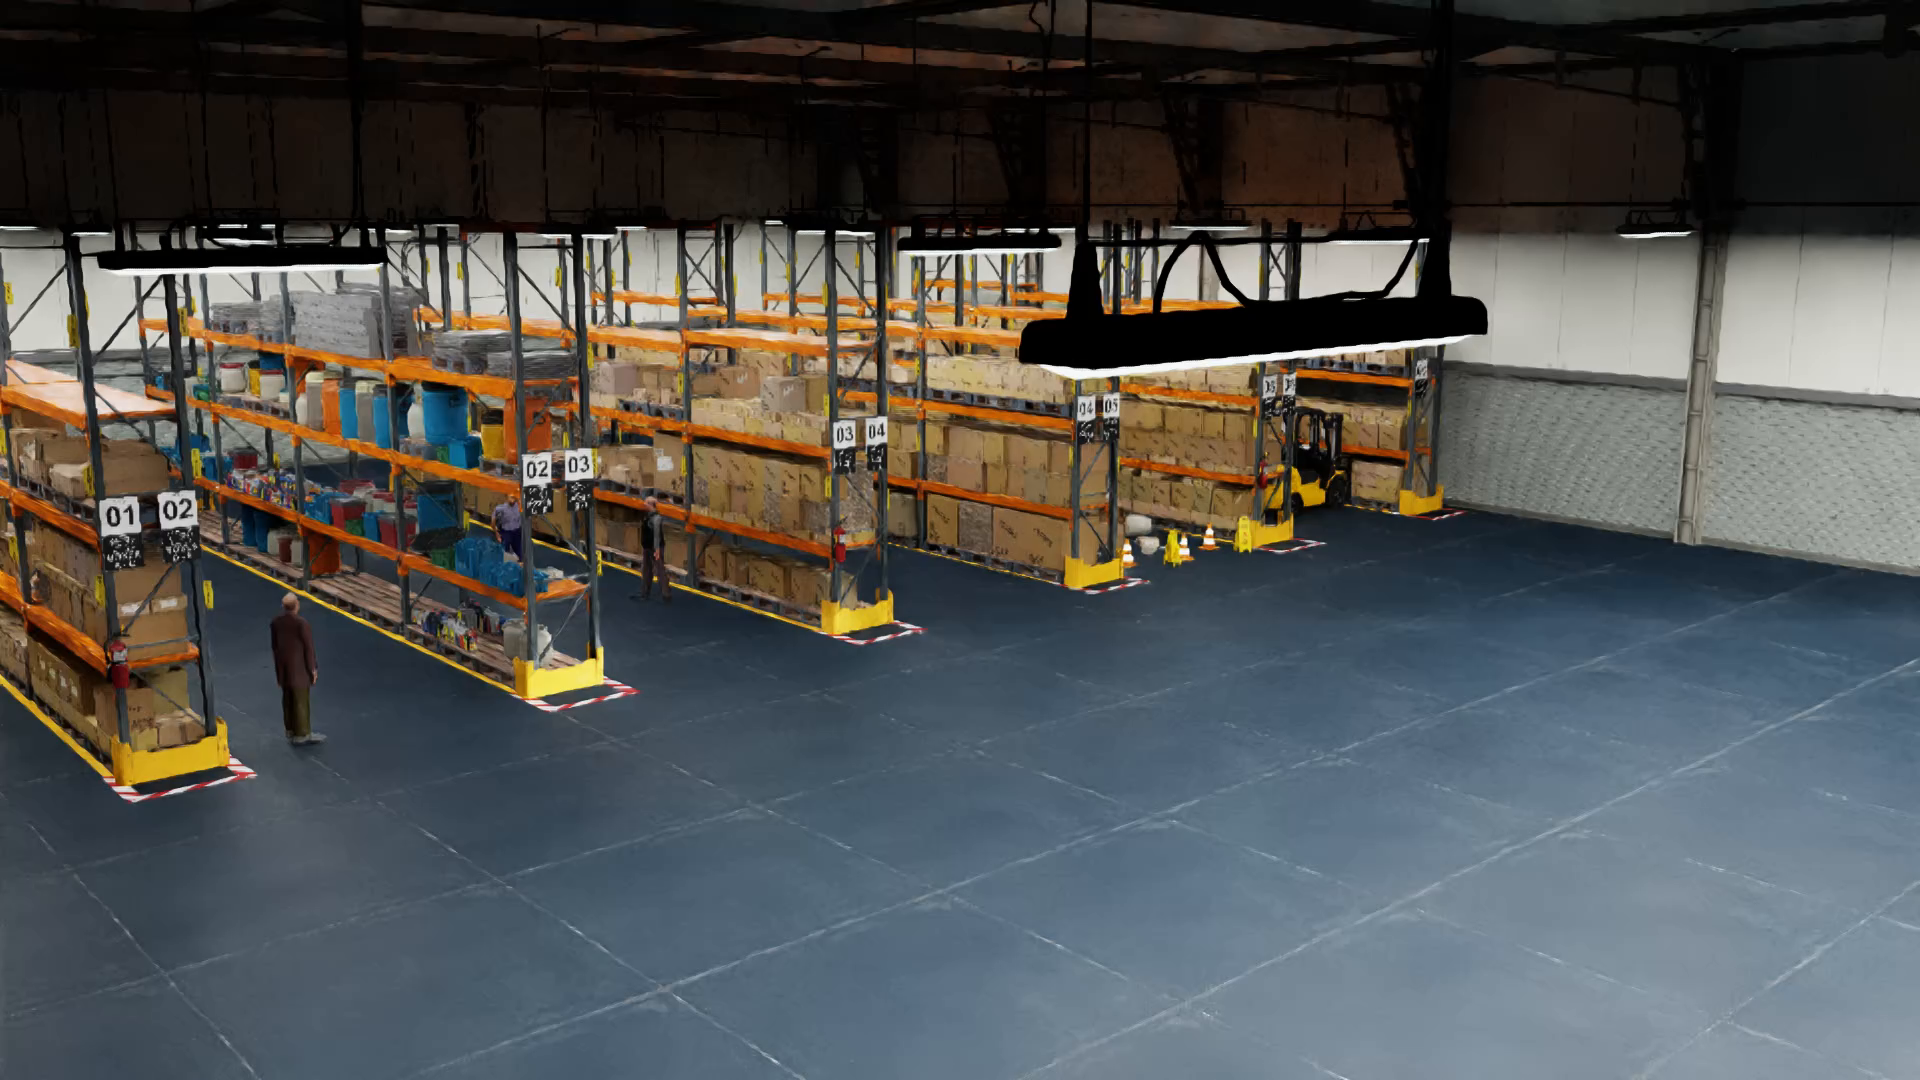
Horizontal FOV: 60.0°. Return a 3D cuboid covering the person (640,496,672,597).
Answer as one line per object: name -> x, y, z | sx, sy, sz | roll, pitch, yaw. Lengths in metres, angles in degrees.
person -> -4.950, 0.101, 26.867 | 0.464, 1.648, 0.725 | -5, 12, -24

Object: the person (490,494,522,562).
person -> -7.679, -0.123, 28.329 | 0.625, 1.527, 0.503 | -10, 15, -42

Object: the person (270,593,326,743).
person -> -7.905, 1.495, 19.865 | 0.652, 1.790, 0.517 | 5, 12, 22
